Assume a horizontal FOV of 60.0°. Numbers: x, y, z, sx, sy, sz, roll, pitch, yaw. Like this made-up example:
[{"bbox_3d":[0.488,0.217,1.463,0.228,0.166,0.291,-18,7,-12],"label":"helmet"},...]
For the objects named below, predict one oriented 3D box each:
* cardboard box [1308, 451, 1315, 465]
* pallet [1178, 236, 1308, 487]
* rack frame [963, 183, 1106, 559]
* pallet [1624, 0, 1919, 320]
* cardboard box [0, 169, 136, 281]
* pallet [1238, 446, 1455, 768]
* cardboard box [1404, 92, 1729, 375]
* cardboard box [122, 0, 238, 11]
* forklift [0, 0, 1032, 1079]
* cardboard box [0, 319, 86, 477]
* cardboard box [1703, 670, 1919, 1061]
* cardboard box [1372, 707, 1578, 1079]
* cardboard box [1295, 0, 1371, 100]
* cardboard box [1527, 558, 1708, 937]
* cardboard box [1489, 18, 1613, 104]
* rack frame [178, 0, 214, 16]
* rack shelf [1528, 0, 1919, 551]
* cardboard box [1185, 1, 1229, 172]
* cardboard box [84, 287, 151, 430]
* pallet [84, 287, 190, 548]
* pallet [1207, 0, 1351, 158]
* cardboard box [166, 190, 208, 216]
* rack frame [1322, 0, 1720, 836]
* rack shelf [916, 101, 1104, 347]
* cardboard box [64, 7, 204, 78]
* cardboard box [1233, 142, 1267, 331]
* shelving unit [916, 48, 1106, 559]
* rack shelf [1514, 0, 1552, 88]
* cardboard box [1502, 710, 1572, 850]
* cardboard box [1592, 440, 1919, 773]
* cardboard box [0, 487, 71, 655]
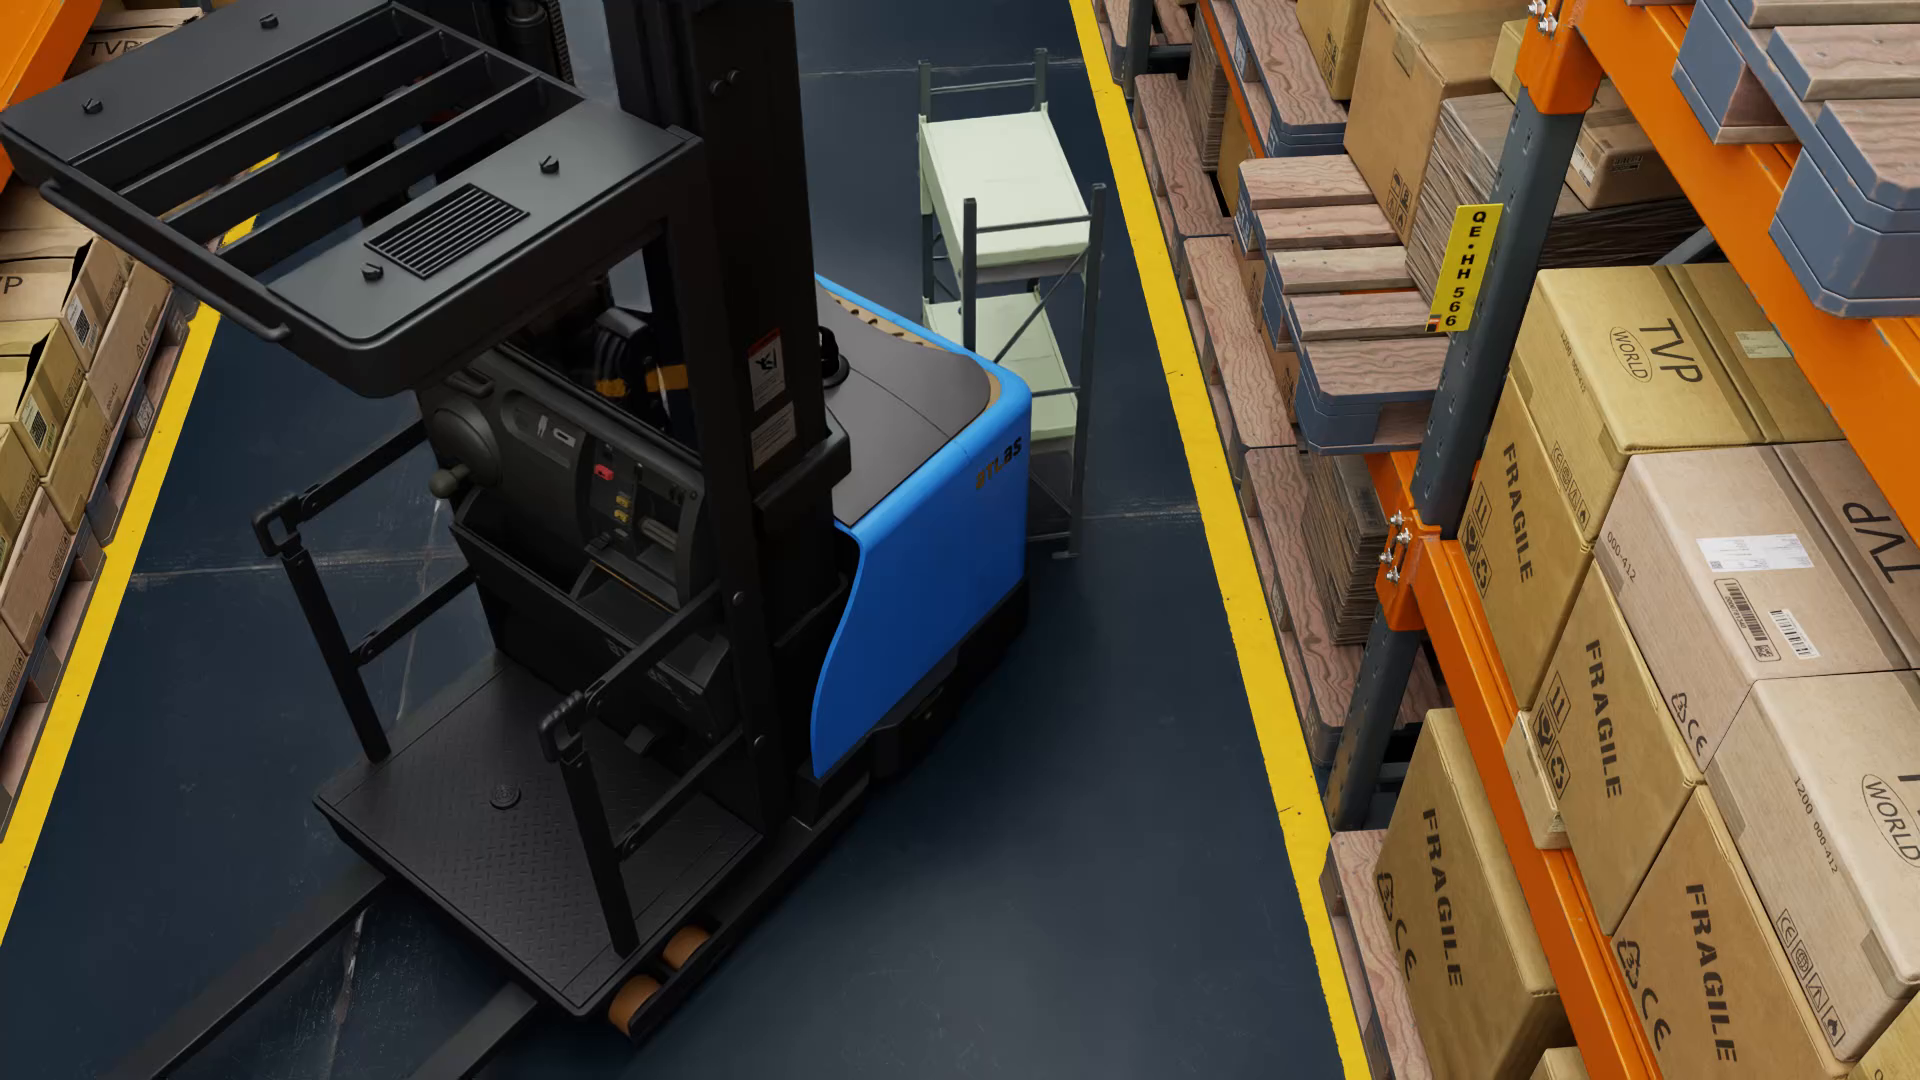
[{"bbox_3d":[1.555,-0.422,5.503,0.700,0.500,0.500,-4,47,-3],"label":"cardboard box"},{"bbox_3d":[1.432,-0.720,6.287,1.003,0.211,1.213,-3,47,-3],"label":"pallet"},{"bbox_3d":[0.207,-0.443,5.136,0.400,1.500,0.023,-8,47,-7],"label":"rack frame"},{"bbox_3d":[1.702,-0.737,2.446,1.213,0.211,1.003,-2,47,-1],"label":"pallet"},{"bbox_3d":[-3.267,-1.202,6.041,0.500,0.311,0.500,-4,47,-3],"label":"cardboard box"},{"bbox_3d":[1.531,0.160,5.453,1.003,0.211,1.213,-3,47,-3],"label":"pallet"},{"bbox_3d":[1.545,-0.758,4.030,0.700,0.500,0.500,-8,47,-8],"label":"cardboard box"},{"bbox_3d":[-3.403,-2.635,7.267,0.500,0.500,0.500,-3,47,-3],"label":"cardboard box"},{"bbox_3d":[-1.080,-0.086,3.813,1.130,2.935,3.031,29,53,25],"label":"forklift"},{"bbox_3d":[-3.185,-0.466,5.344,0.500,0.311,0.500,-5,47,-4],"label":"cardboard box"},{"bbox_3d":[1.467,0.460,2.444,0.500,0.250,0.500,-3,47,-3],"label":"cardboard box"},{"bbox_3d":[1.526,0.902,4.021,0.750,0.750,0.750,-4,47,-4],"label":"cardboard box"},{"bbox_3d":[1.419,-1.658,4.883,0.700,0.500,0.500,-3,47,-3],"label":"cardboard box"},{"bbox_3d":[1.415,0.370,3.046,0.500,0.500,0.500,-2,47,-2],"label":"cardboard box"},{"bbox_3d":[1.494,-1.121,3.927,0.380,0.149,0.250,-11,47,-10],"label":"cardboard box"},{"bbox_3d":[-3.676,-2.823,6.358,1.000,3.000,0.127,-3,47,-3],"label":"rack frame"},{"bbox_3d":[1.762,0.430,1.706,1.077,0.370,4.000,-3,47,-3],"label":"rack shelf"},{"bbox_3d":[1.338,-1.887,6.890,0.700,0.500,0.500,-2,47,-2],"label":"cardboard box"},{"bbox_3d":[-3.227,-0.635,5.890,0.500,0.250,0.500,-3,47,-2],"label":"cardboard box"},{"bbox_3d":[-3.470,-0.449,6.030,1.003,0.211,1.213,-3,47,-3],"label":"pallet"},{"bbox_3d":[1.388,-1.597,5.328,1.003,0.211,1.213,-3,47,-3],"label":"pallet"},{"bbox_3d":[-3.312,-1.374,6.590,0.500,0.250,0.500,-4,47,-4],"label":"cardboard box"},{"bbox_3d":[1.595,-0.233,3.905,1.000,3.000,0.127,-3,47,-3],"label":"rack frame"},{"bbox_3d":[0.139,-0.972,5.100,0.431,0.370,0.720,-8,47,-7],"label":"rack shelf"},{"bbox_3d":[-3.357,-1.939,6.739,0.500,0.311,0.500,-3,47,-3],"label":"cardboard box"},{"bbox_3d":[1.434,-1.145,6.187,0.700,0.500,0.500,-3,47,-3],"label":"cardboard box"},{"bbox_3d":[0.139,-0.704,5.383,0.431,1.500,0.755,-8,47,-7],"label":"shelving unit"},{"bbox_3d":[1.427,-2.464,4.447,1.077,0.370,4.000,-3,47,-3],"label":"rack shelf"},{"bbox_3d":[1.342,0.479,3.390,0.380,0.149,0.250,-2,47,-2],"label":"cardboard box"},{"bbox_3d":[1.422,0.099,2.787,0.500,0.250,0.500,-4,47,-4],"label":"cardboard box"},{"bbox_3d":[-3.135,0.111,5.183,0.500,0.250,0.500,-5,47,-4],"label":"cardboard box"}]
